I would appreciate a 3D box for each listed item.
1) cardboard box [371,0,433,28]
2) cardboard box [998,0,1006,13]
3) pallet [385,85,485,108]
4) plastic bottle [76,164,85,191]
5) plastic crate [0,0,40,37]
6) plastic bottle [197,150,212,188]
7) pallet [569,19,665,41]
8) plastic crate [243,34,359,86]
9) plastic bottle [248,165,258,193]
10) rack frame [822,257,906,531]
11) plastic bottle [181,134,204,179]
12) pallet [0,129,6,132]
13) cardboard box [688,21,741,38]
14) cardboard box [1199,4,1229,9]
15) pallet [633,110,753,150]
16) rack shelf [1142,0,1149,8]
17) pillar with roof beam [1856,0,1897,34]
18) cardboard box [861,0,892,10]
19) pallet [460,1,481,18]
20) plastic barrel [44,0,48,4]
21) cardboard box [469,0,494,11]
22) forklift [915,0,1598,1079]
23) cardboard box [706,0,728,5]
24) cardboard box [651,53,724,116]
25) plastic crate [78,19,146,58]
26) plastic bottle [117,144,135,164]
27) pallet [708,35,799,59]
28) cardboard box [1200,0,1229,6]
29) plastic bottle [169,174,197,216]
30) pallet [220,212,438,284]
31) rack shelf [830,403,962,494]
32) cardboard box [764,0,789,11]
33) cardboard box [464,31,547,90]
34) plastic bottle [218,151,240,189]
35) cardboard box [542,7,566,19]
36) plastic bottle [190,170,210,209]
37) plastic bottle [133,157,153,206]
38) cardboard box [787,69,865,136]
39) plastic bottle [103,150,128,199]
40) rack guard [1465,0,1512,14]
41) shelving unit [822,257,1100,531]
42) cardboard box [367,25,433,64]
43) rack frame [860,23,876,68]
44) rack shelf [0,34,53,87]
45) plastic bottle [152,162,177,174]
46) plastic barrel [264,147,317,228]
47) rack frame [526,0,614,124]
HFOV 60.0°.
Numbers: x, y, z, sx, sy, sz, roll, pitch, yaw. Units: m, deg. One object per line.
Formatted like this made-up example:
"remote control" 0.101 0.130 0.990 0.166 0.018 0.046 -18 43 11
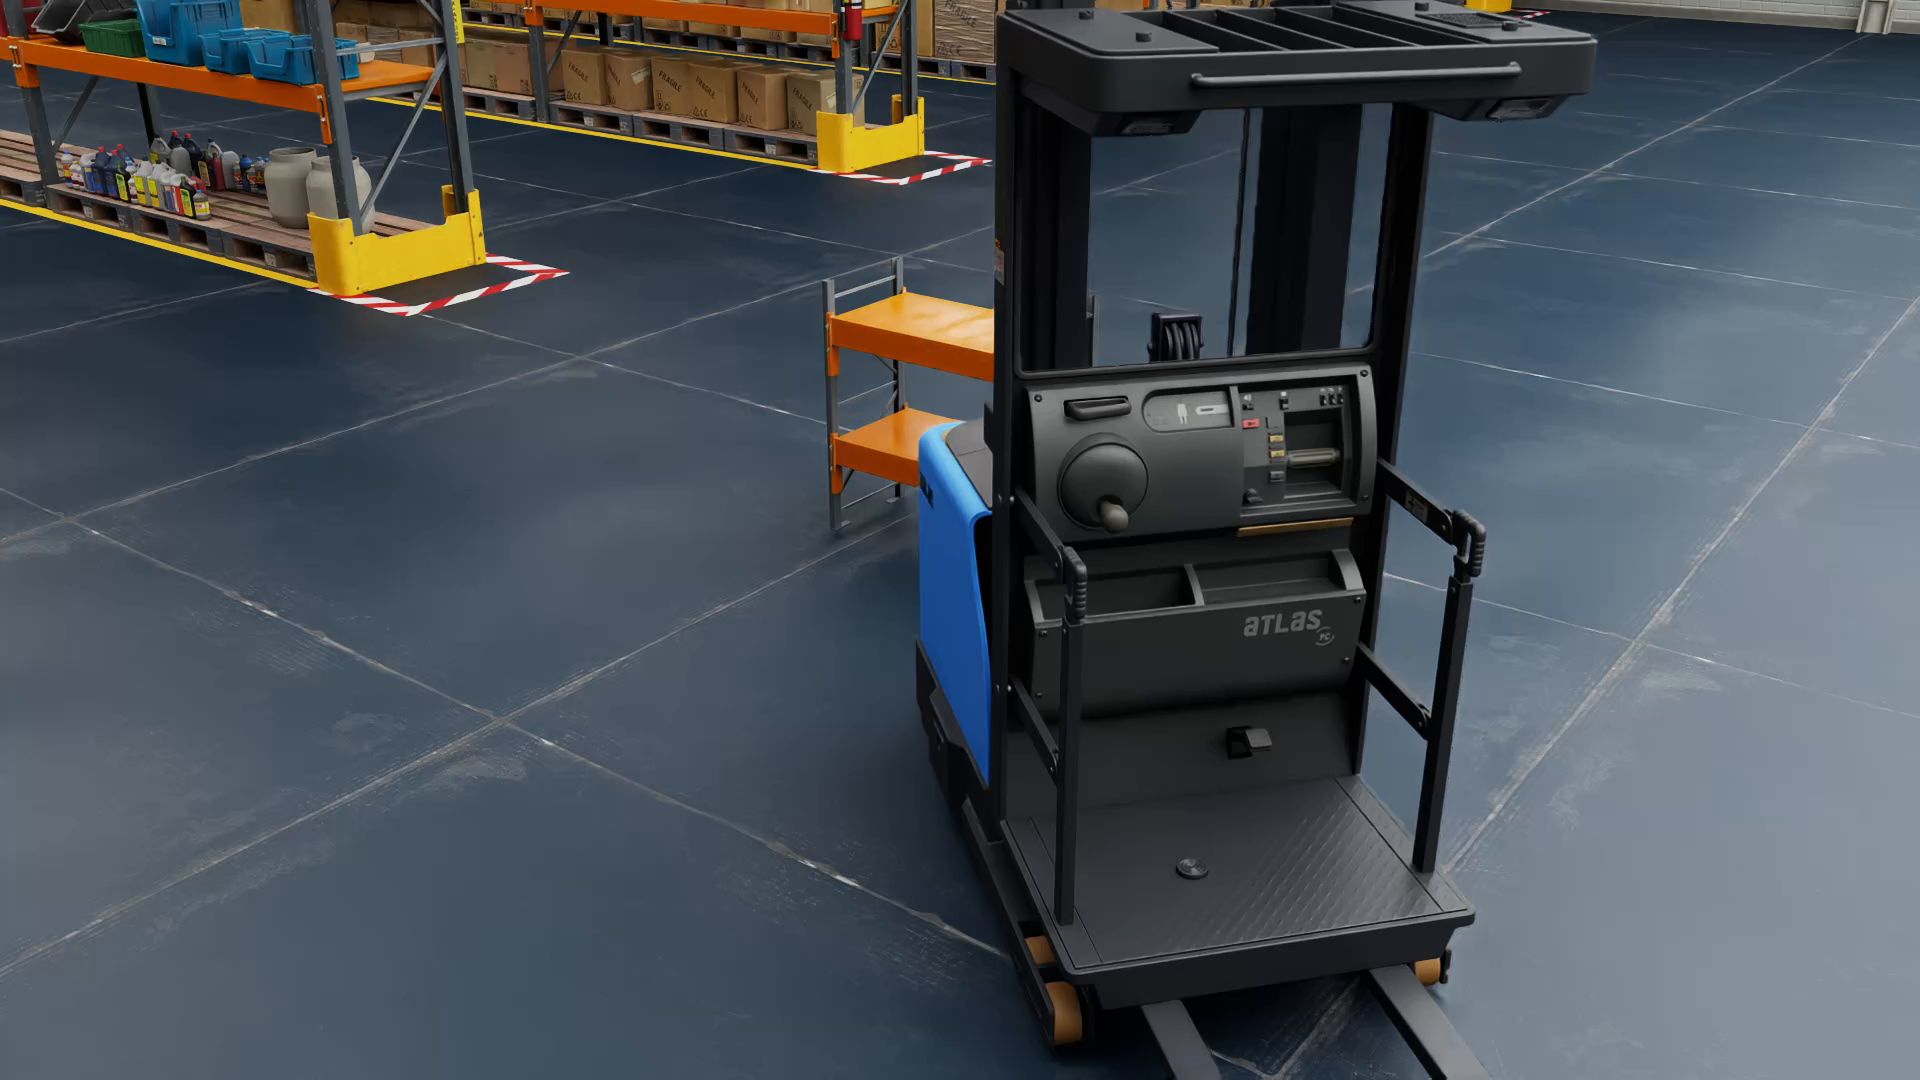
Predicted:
"cardboard box" -6.148 -5.837 18.402 0.500 0.250 0.500 21 31 39
"cardboard box" 1.037 -5.930 19.102 0.875 0.875 0.875 16 29 32
"pallet" -5.536 -4.953 18.229 1.213 0.211 1.003 17 29 33
"plastic bottle" -6.747 -2.801 12.813 0.097 0.201 0.097 0 24 0
"plastic crate" -7.473 -4.196 12.974 0.583 0.464 0.402 17 29 33
"plastic bottle" -5.843 -2.880 12.890 0.133 0.283 0.061 17 29 33
"pallet" -4.701 -7.203 23.336 1.213 0.211 1.003 17 29 33
"plastic crate" -4.282 -3.138 10.835 0.616 0.251 0.499 17 29 33
"plastic bottle" -5.399 -2.772 12.746 0.097 0.201 0.097 0 24 0
"rack frame" -0.412 -0.639 7.306 0.032 1.125 0.500 17 29 33
"plastic bottle" -6.061 -3.028 13.143 0.185 0.351 0.144 15 28 31
"pallet" -9.506 -3.640 15.249 1.213 0.211 1.003 17 29 33
"cardboard box" -2.942 -7.066 21.835 0.750 0.750 1.050 17 29 34
"cardboard box" 3.572 -7.272 22.923 0.500 0.250 0.500 16 28 31
"pallet" -2.393 -4.024 16.122 1.213 0.211 1.003 17 29 33
"rack shelf" 0.724 -6.509 19.196 4.000 0.370 1.077 17 29 33
"pillar with roof beam" 10.389 -9.943 18.657 0.400 9.000 9.100 17 29 33
"cardboard box" -0.816 -4.810 14.758 0.250 0.149 0.380 17 29 33
"pallet" -7.836 -8.132 25.444 1.213 0.211 1.003 17 29 33
"plastic barrel" -7.030 -4.569 13.278 0.708 0.901 0.600 17 29 33
"cardboard box" -6.845 -8.041 24.359 0.500 0.500 0.500 18 30 35
"forklift" 0.681 -0.206 4.082 1.130 2.935 3.031 -5 24 -12
"cardboard box" -2.093 -4.963 15.106 0.250 0.149 0.380 17 29 33
"cardboard box" -2.629 -4.424 16.150 0.500 0.500 0.500 14 27 29
"plastic crate" -5.985 -3.632 12.036 0.662 0.188 0.450 17 29 33
"plastic bottle" -6.419 -2.855 12.749 0.185 0.351 0.144 17 29 33
"pallet" -2.519 -6.503 21.748 1.213 0.211 1.003 17 29 33
"cardboard box" 3.596 -7.613 22.767 0.500 0.500 0.500 16 28 32
"plastic bottle" -5.619 -2.508 12.055 0.135 0.276 0.152 17 29 34
"pallet" -4.437 -2.106 11.769 1.213 0.211 1.003 17 29 33
"rack shelf" -0.005 -0.293 7.125 1.000 0.278 0.538 17 29 33
"cardboard box" -1.513 -4.771 14.670 0.250 0.149 0.380 17 29 33
"cardboard box" -4.781 -5.081 17.615 0.500 0.500 0.700 17 29 33
"plastic bottle" -5.674 -2.875 12.888 0.135 0.276 0.152 17 29 34
"cardboard box" -5.606 -7.662 23.499 0.500 0.500 0.500 15 28 31
"plastic bottle" -5.556 -2.546 12.132 0.133 0.283 0.061 17 29 33
"plastic bottle" -6.014 -2.660 12.307 0.185 0.351 0.144 17 29 33
"cardboard box" -1.221 -3.984 15.151 0.500 0.500 0.500 -20 31 -38
"plastic bottle" -6.354 -2.763 12.540 0.185 0.351 0.144 15 28 31
"rack guard" 8.206 -8.429 25.761 0.348 0.500 1.175 17 29 33
"shelving unit" -0.005 -0.516 7.027 1.048 1.125 0.538 17 29 33
"cardboard box" -6.133 -5.486 18.534 0.500 0.500 0.700 14 27 29
"rack frame" -0.876 -7.322 20.148 0.127 3.000 1.000 17 29 33
"rack shelf" -8.503 -4.303 14.188 4.000 0.370 1.077 17 29 33
"plastic bottle" -5.945 -2.680 12.444 0.135 0.276 0.152 17 29 33
"plastic barrel" -4.675 -2.490 11.747 0.421 0.512 0.421 0 24 0
"rack frame" -3.932 -5.746 16.572 0.127 3.000 1.000 17 29 33
